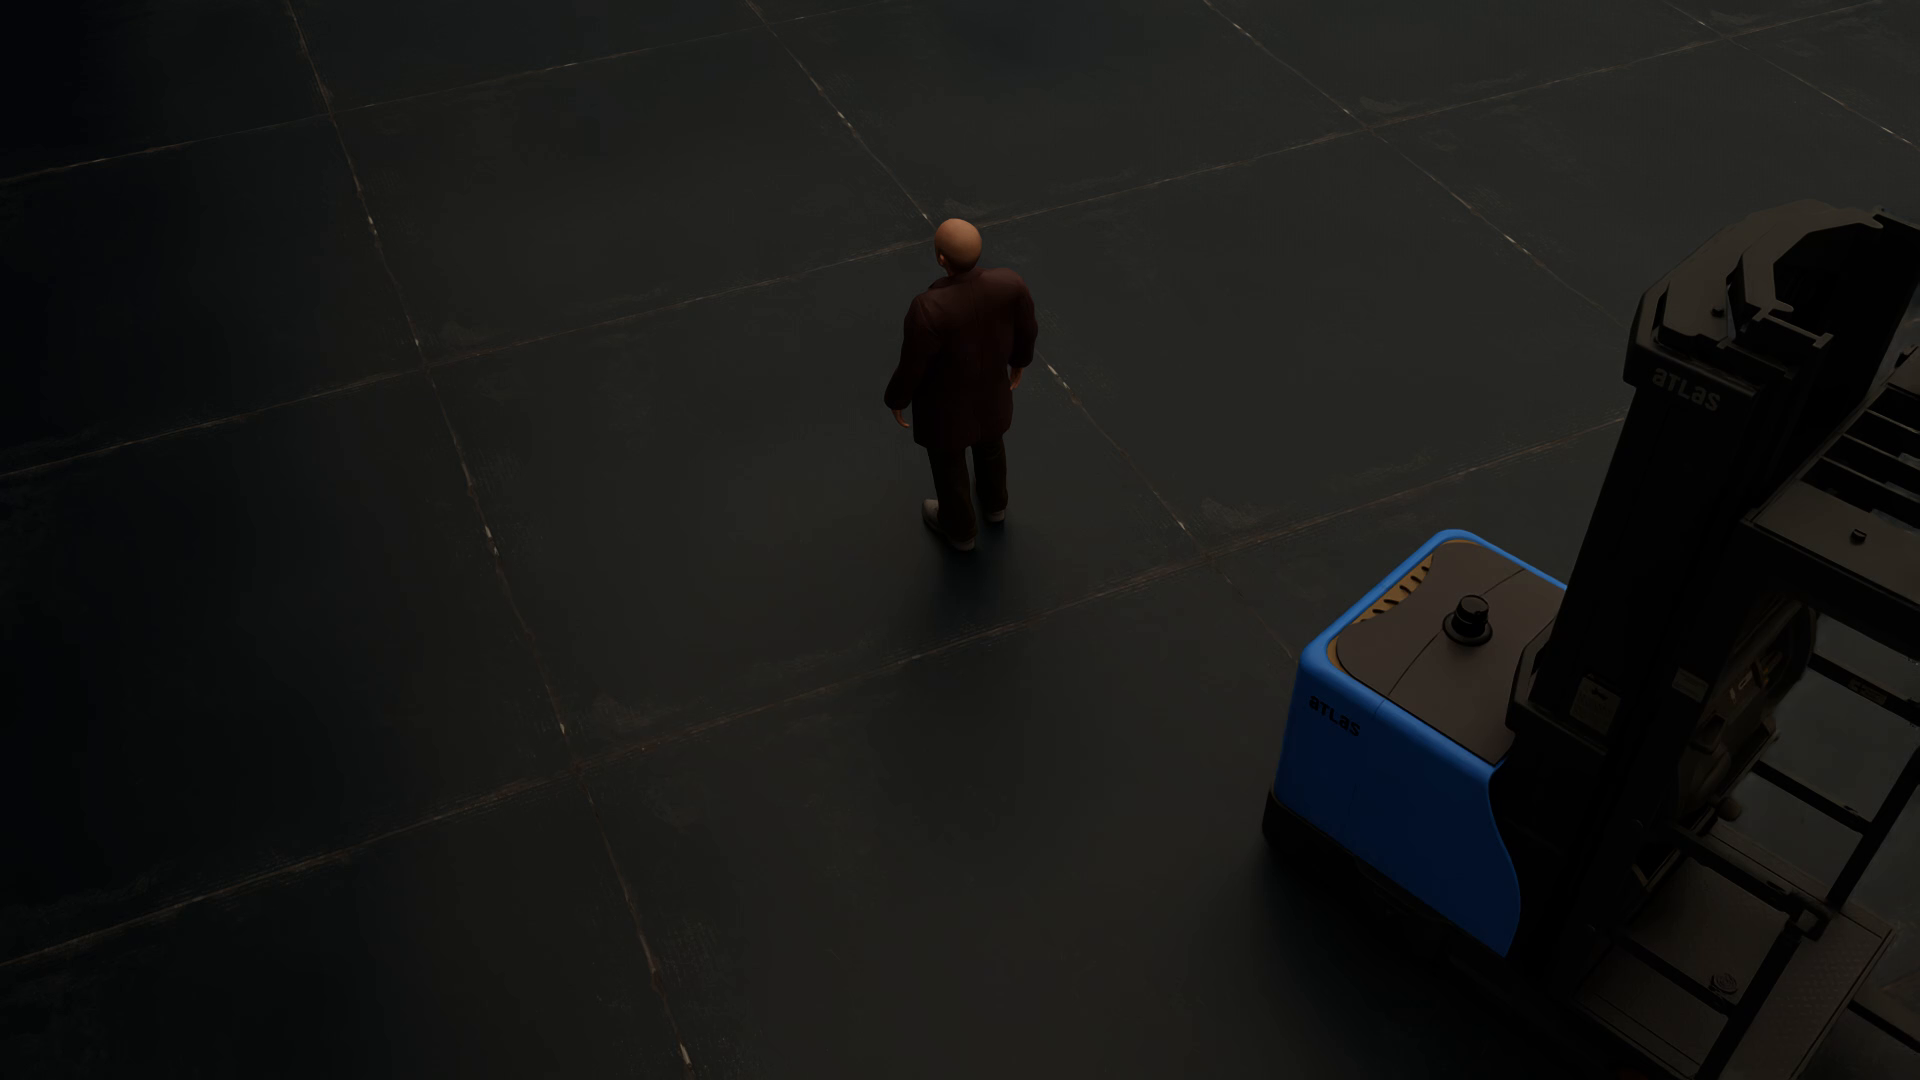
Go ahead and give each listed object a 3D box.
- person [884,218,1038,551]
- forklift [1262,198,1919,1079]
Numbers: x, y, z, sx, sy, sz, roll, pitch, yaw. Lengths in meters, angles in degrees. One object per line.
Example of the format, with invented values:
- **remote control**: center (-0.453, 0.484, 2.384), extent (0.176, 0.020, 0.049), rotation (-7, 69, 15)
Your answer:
- **person**: center (-0.034, -0.713, 7.278), extent (0.696, 1.776, 0.582), rotation (-18, 46, -18)
- **forklift**: center (2.583, 0.587, 5.051), extent (3.031, 2.935, 1.130), rotation (34, 53, 31)
